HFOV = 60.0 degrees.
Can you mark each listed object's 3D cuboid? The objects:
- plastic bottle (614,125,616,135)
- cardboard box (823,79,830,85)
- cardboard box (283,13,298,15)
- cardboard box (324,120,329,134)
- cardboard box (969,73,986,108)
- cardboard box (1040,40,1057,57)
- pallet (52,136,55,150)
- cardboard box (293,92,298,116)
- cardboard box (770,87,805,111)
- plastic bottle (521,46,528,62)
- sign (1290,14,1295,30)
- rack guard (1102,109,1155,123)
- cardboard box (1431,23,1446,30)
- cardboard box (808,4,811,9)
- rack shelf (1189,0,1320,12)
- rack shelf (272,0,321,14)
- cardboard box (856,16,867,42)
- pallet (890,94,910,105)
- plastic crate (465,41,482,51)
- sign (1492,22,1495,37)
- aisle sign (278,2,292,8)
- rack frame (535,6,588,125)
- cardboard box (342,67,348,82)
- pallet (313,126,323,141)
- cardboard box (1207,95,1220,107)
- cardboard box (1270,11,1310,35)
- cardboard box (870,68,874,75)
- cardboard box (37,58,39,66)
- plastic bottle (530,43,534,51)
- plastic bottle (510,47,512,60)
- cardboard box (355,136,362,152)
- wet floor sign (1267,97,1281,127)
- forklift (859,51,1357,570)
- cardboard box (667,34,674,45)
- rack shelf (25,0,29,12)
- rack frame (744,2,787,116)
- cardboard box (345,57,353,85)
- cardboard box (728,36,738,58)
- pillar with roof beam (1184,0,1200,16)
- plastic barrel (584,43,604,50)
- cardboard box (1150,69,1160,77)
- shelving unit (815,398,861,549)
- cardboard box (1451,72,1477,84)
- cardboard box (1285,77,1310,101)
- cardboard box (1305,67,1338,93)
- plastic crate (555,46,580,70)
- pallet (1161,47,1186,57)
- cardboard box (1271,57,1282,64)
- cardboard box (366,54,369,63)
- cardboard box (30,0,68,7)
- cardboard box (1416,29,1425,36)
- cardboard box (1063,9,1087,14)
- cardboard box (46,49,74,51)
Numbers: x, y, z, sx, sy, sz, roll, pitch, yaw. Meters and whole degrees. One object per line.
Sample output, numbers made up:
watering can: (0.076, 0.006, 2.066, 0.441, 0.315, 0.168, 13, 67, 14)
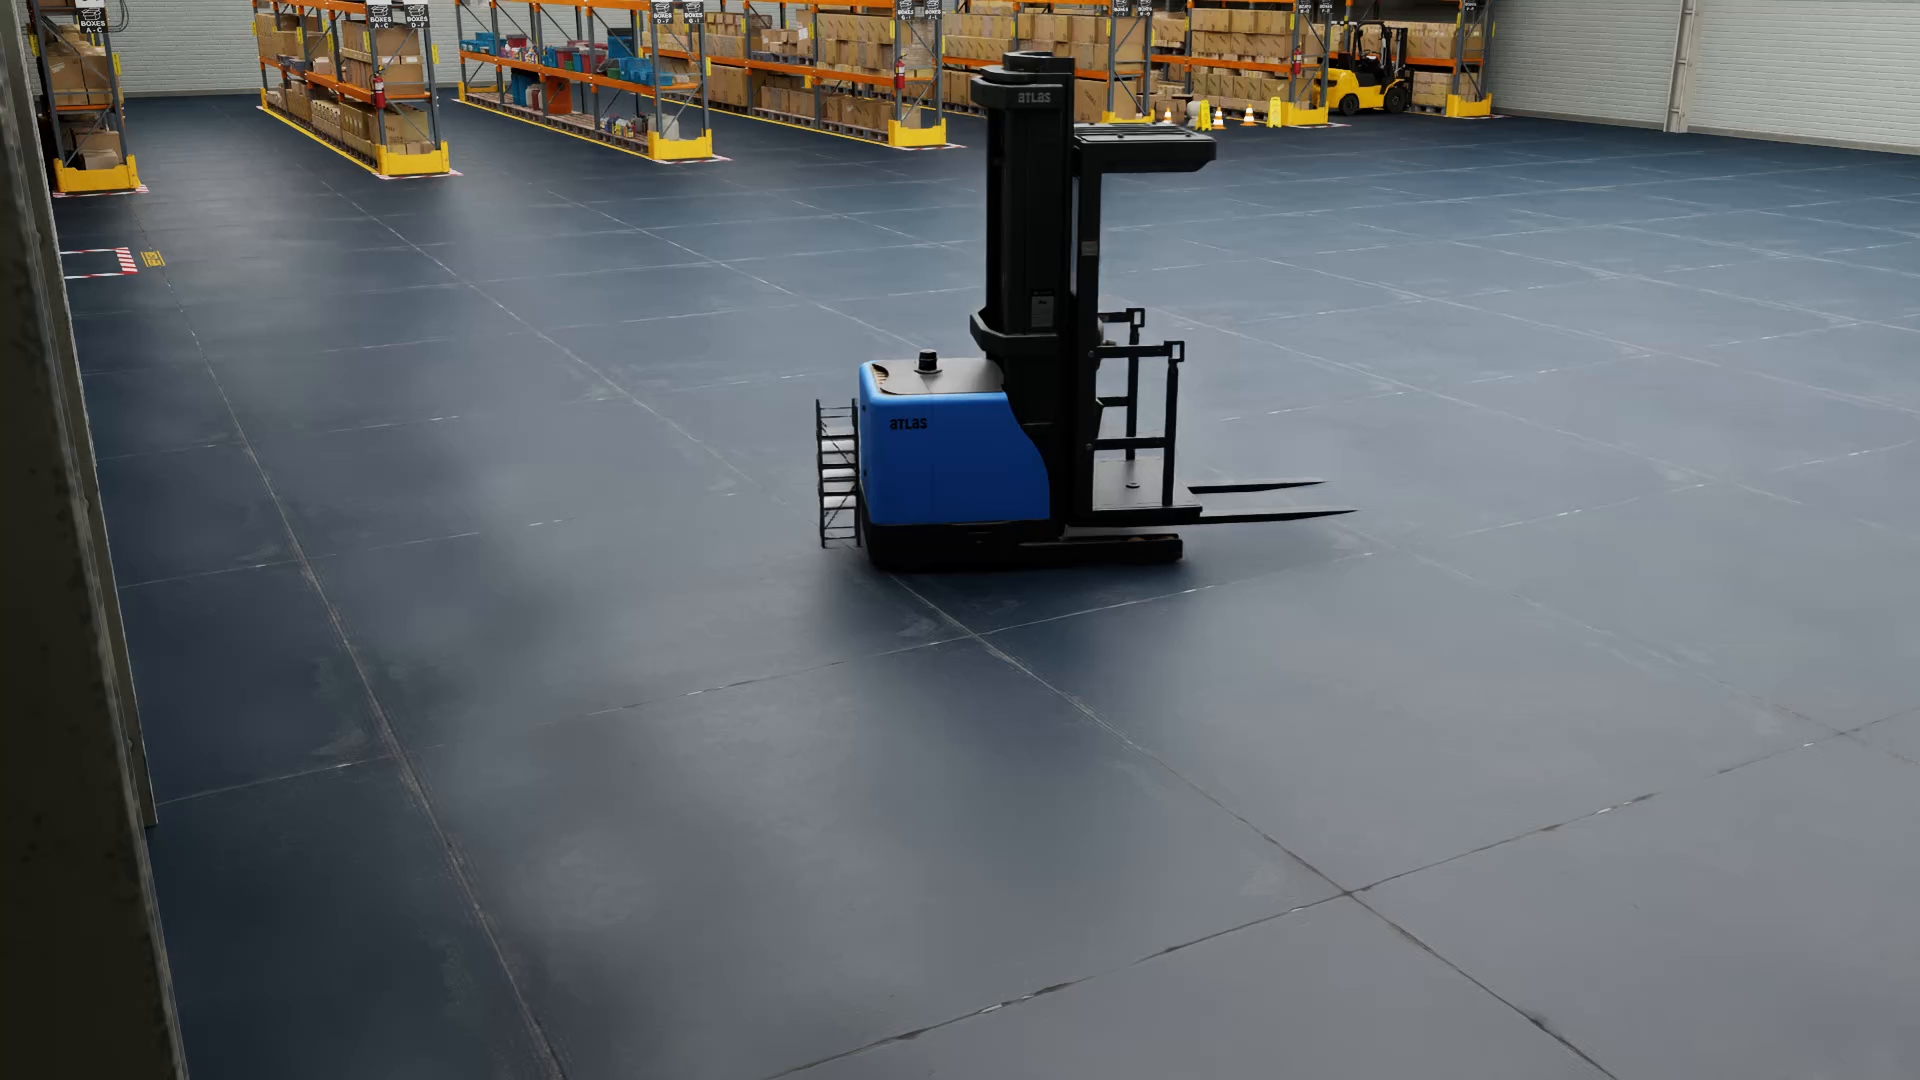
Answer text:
plastic bottle: (-6.863, -8.213, 33.265, 0.097, 0.201, 0.097, 0, 19, 0)
cardboard box: (-3.698, -13.142, 47.660, 0.380, 0.149, 0.250, -10, 21, -26)
cardboard box: (-16.450, -12.732, 41.057, 0.500, 0.500, 0.500, -9, 21, -25)
cardboard box: (-12.620, -8.409, 33.786, 0.500, 0.250, 0.500, -10, 21, -26)
cardboard box: (0.859, -10.847, 40.085, 1.050, 0.750, 0.750, -10, 21, -27)
cardboard box: (2.307, -10.909, 37.231, 0.875, 0.550, 0.550, -10, 21, -27)
pallet: (-17.333, -7.834, 32.825, 1.003, 0.211, 1.213, -10, 21, -27)
cardboard box: (-14.735, -9.847, 37.542, 0.500, 0.500, 0.500, -10, 21, -26)
cardboard box: (-4.014, -10.359, 39.024, 0.700, 0.500, 0.500, -12, 22, -31)
plastic bottle: (-10.133, -11.319, 38.723, 0.144, 0.351, 0.185, -10, 21, -27)
sign: (7.398, -11.534, 37.012, 0.100, 0.325, 0.005, -10, 21, -27)
rack guard: (3.599, -8.933, 35.566, 1.175, 0.500, 0.348, -10, 21, -27)
cardboard box: (11.614, -12.389, 40.146, 0.380, 0.149, 0.250, -9, 21, -25)
cardboard box: (-4.031, -15.205, 47.769, 0.500, 0.500, 0.500, -10, 21, -27)
rack shelf: (6.946, -12.569, 38.777, 1.077, 0.370, 4.000, -10, 21, -27)
rack shelf: (-14.294, -11.797, 36.540, 1.077, 0.370, 4.000, -10, 21, -27)
cardboard box: (-1.782, -10.449, 33.985, 0.500, 0.500, 0.500, -10, 21, -27)
pallet: (-1.157, -11.674, 43.953, 1.003, 0.211, 1.213, -10, 21, -27)
plastic crate: (-12.642, -12.846, 43.240, 0.416, 0.233, 0.300, -10, 21, -27)
sign: (12.753, -12.218, 39.806, 0.100, 0.325, 0.005, -10, 21, -27)
aisle sign: (-16.906, -13.738, 41.674, 0.394, 0.787, 0.004, -10, 21, -27)
rack frame: (-8.984, -10.912, 37.468, 1.000, 3.000, 0.127, -10, 21, -27)
cardboard box: (-11.718, -9.061, 32.335, 0.500, 0.250, 0.500, -9, 21, -23)
pallet: (-12.988, -8.585, 35.000, 1.003, 0.211, 1.213, -10, 21, -27)
cardboard box: (6.302, -10.601, 40.141, 0.500, 0.250, 0.500, -9, 21, -24)
cardboard box: (7.461, -11.691, 37.584, 0.700, 0.500, 0.500, -11, 22, -28)
cardboard box: (-1.612, -9.601, 34.056, 0.380, 0.149, 0.250, -10, 21, -27)
cardboard box: (-18.879, -10.109, 34.501, 0.500, 0.500, 0.500, -9, 21, -25)
plastic bottle: (-10.286, -11.801, 40.122, 0.144, 0.351, 0.185, -10, 21, -27)
plastic bottle: (-10.663, -11.578, 39.580, 0.061, 0.283, 0.133, -10, 21, -27)
cardboard box: (-10.783, -7.284, 30.529, 0.500, 0.250, 0.500, -10, 21, -27)
wet floor sign: (7.044, -9.584, 37.230, 0.267, 0.644, 0.232, -3, 19, -8)
forklift: (0.914, -1.404, 10.020, 3.031, 2.935, 1.130, -2, 19, -7)
cardboard box: (-7.455, -13.277, 44.099, 0.500, 0.250, 0.500, -10, 21, -26)
rack shelf: (-20.552, -12.177, 37.641, 1.077, 0.370, 4.000, -10, 21, -27)
rack frame: (-4.625, -11.679, 39.692, 1.000, 3.000, 0.127, -10, 21, -27)
cardboard box: (-11.229, -8.918, 31.538, 0.700, 0.500, 0.500, -11, 22, -28)
cardboard box: (-5.309, -11.973, 40.392, 0.500, 0.500, 0.500, -10, 22, -27)
pillar with roof beam: (3.238, -17.640, 47.772, 9.100, 9.000, 0.400, -10, 21, -27)
plastic barrel: (-7.899, -10.471, 35.983, 0.433, 0.535, 0.433, 0, 19, 0)
cardboard box: (5.871, -14.255, 50.705, 0.396, 0.266, 0.258, -9, 21, -25)
shelving unit: (-0.750, -0.410, 10.253, 0.258, 0.900, 0.210, -3, 19, -7)
cardboard box: (12.200, -11.226, 40.418, 0.500, 0.250, 0.500, -10, 22, -27)
cardboard box: (7.744, -10.452, 38.557, 0.500, 0.500, 0.500, -11, 22, -28)
cardboard box: (9.743, -12.283, 44.441, 0.875, 0.625, 0.625, -10, 22, -27)
plastic crate: (-8.486, -10.431, 35.976, 0.402, 0.464, 0.583, -10, 21, -27)
pallet: (5.761, -12.217, 41.545, 1.003, 0.211, 1.213, -10, 21, -27)
cardboard box: (7.312, -10.928, 37.902, 0.380, 0.149, 0.250, -10, 22, -27)
cardboard box: (-10.260, -8.504, 29.343, 0.380, 0.149, 0.250, -10, 21, -26)
cardboard box: (-14.325, -8.636, 26.090, 0.500, 0.500, 0.500, -8, 21, -23)
cardboard box: (11.358, -12.392, 40.611, 0.380, 0.149, 0.250, -11, 22, -28)
cardboard box: (3.140, -14.131, 45.113, 0.500, 0.500, 0.500, -10, 21, -27)
cardboard box: (-15.290, -8.061, 28.259, 0.500, 0.500, 0.500, -9, 21, -25)
